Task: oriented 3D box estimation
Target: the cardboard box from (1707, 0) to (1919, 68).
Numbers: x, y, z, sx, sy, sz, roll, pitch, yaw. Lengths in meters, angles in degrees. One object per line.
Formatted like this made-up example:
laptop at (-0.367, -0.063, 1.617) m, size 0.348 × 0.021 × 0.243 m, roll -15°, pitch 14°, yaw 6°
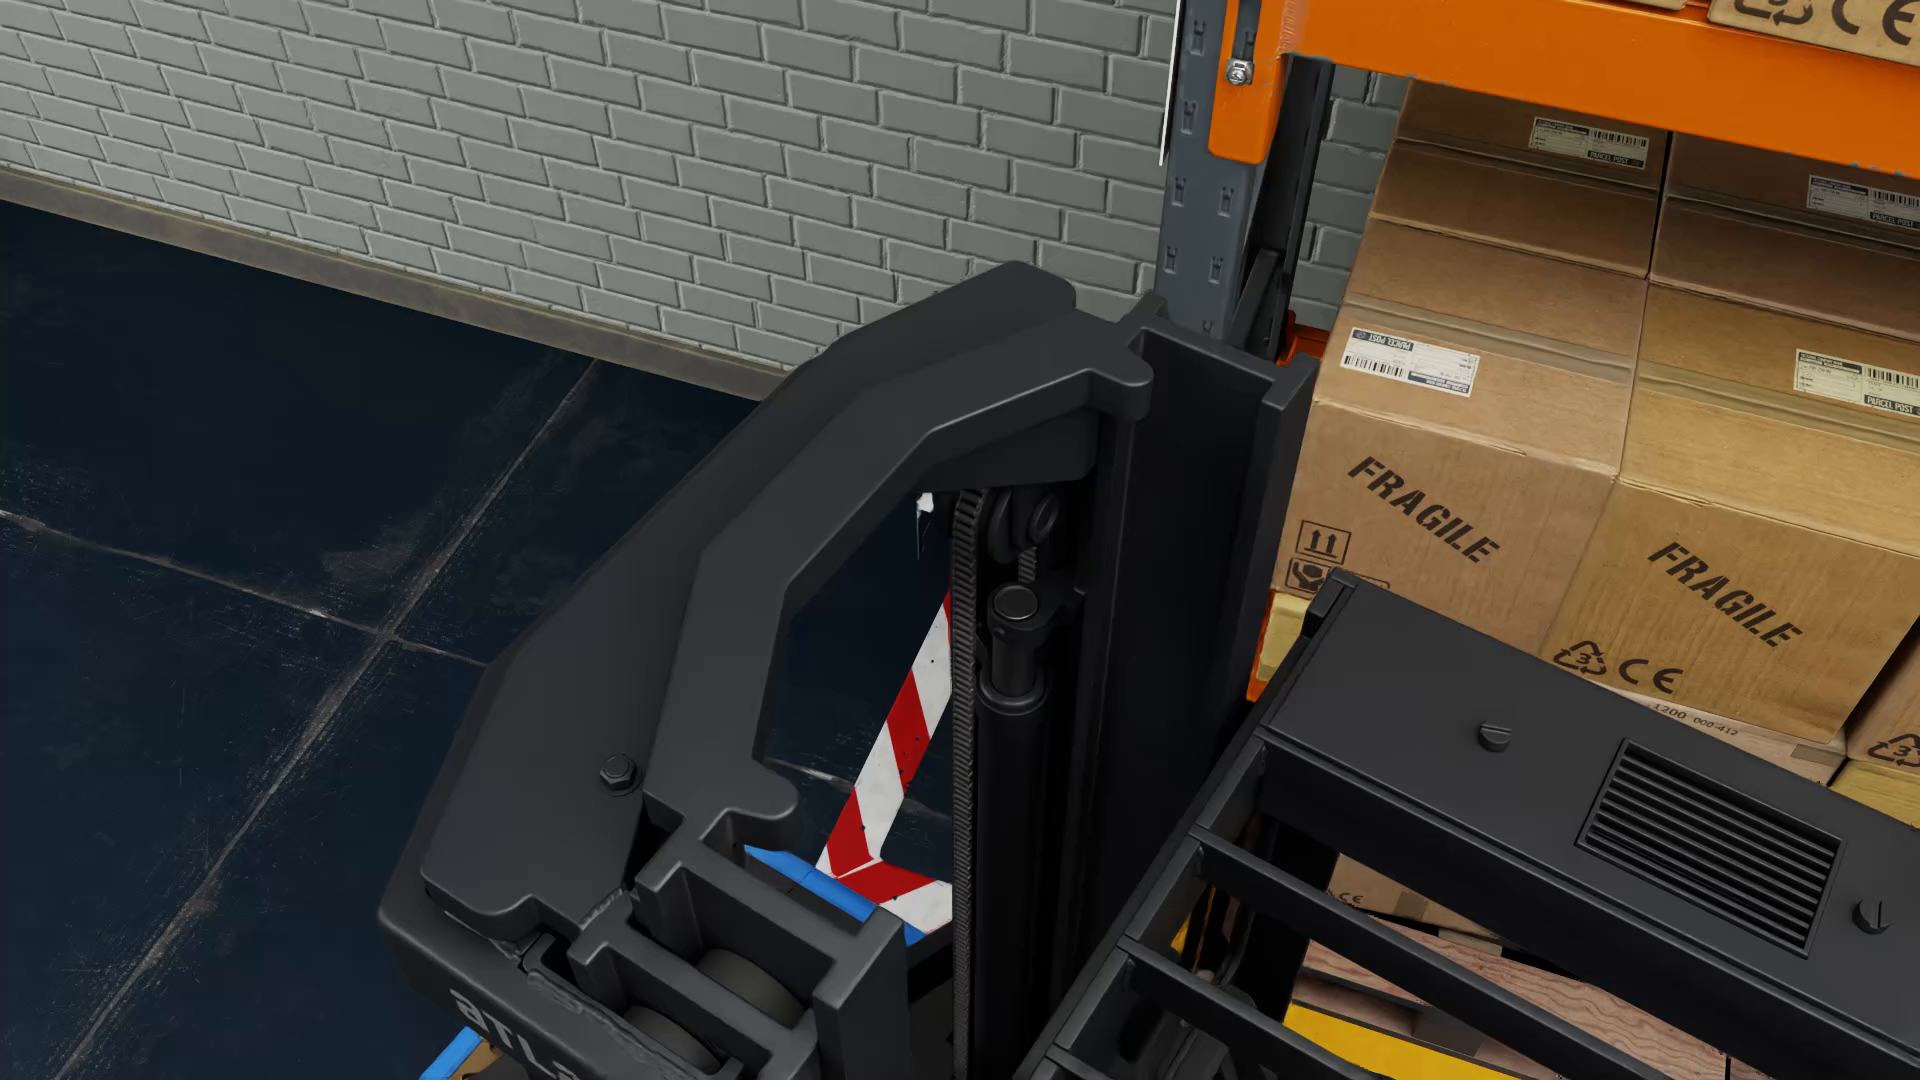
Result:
cardboard box at (1.268, -0.909, 1.988) m, size 0.500 × 0.500 × 0.500 m, roll 19°, pitch 52°, yaw 16°

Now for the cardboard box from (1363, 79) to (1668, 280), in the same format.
cardboard box at (1.065, -0.548, 3.330) m, size 0.500 × 0.500 × 0.500 m, roll 15°, pitch 51°, yaw 13°

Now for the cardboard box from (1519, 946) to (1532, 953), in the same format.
cardboard box at (1.702, 0.813, 4.049) m, size 0.500 × 0.311 × 0.500 m, roll 19°, pitch 52°, yaw 16°

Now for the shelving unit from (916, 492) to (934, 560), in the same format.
shelving unit at (0.007, -0.293, 4.908) m, size 0.210 × 0.900 × 0.258 m, roll 16°, pitch 51°, yaw 13°

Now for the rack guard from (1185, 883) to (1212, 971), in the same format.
rack guard at (0.621, 0.521, 4.468) m, size 0.348 × 0.500 × 1.175 m, roll 16°, pitch 51°, yaw 13°

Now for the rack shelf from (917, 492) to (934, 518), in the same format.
rack shelf at (0.008, -0.153, 5.069) m, size 0.200 × 0.077 × 0.258 m, roll 16°, pitch 51°, yaw 13°

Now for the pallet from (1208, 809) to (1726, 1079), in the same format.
pallet at (1.370, 0.853, 4.371) m, size 1.213 × 0.211 × 1.003 m, roll 16°, pitch 51°, yaw 13°

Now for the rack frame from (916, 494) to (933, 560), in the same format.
rack frame at (-0.088, -0.319, 4.931) m, size 0.006 × 0.900 × 0.240 m, roll 16°, pitch 51°, yaw 13°

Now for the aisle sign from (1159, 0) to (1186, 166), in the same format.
aisle sign at (0.378, -0.976, 2.390) m, size 0.004 × 0.787 × 0.394 m, roll 16°, pitch 51°, yaw 13°

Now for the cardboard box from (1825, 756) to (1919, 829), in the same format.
cardboard box at (1.865, 0.341, 3.055) m, size 0.500 × 0.250 × 0.500 m, roll 15°, pitch 51°, yaw 13°

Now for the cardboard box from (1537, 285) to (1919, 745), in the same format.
cardboard box at (1.353, -0.046, 2.895) m, size 0.500 × 0.500 × 0.500 m, roll 16°, pitch 51°, yaw 13°

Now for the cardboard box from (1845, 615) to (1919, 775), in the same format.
cardboard box at (1.836, 0.093, 2.774) m, size 0.500 × 0.500 × 0.500 m, roll 14°, pitch 51°, yaw 12°

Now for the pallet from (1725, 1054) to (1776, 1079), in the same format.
pallet at (2.511, 1.174, 4.093) m, size 1.213 × 0.211 × 1.003 m, roll 16°, pitch 51°, yaw 13°

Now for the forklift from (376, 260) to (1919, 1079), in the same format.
forklift at (0.401, 1.170, 2.296) m, size 3.031 × 2.935 × 1.130 m, roll 26°, pitch 54°, yaw 21°

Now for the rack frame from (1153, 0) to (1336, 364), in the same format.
rack frame at (0.549, -0.318, 3.541) m, size 0.127 × 3.000 × 1.000 m, roll 16°, pitch 51°, yaw 13°

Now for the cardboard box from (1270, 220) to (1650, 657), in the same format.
cardboard box at (0.893, -0.183, 3.013) m, size 0.500 × 0.500 × 0.500 m, roll 16°, pitch 51°, yaw 13°

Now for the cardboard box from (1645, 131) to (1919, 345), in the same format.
cardboard box at (1.534, -0.409, 3.210) m, size 0.500 × 0.500 × 0.500 m, roll 16°, pitch 51°, yaw 14°

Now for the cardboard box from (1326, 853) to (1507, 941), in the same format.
cardboard box at (1.167, 0.664, 4.178) m, size 0.500 × 0.311 × 0.500 m, roll 10°, pitch 50°, yaw 9°

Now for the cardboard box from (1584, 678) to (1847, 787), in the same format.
cardboard box at (1.389, 0.203, 3.175) m, size 0.500 × 0.250 × 0.500 m, roll 14°, pitch 51°, yaw 12°

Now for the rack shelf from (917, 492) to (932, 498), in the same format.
rack shelf at (0.007, -0.212, 5.001) m, size 0.200 × 0.077 × 0.258 m, roll 16°, pitch 51°, yaw 13°

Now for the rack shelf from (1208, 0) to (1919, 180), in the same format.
rack shelf at (2.425, -0.541, 2.225) m, size 4.000 × 0.370 × 1.077 m, roll 16°, pitch 51°, yaw 13°

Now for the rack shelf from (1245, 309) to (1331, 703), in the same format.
rack shelf at (2.425, 0.441, 3.358) m, size 4.000 × 0.370 × 1.077 m, roll 16°, pitch 51°, yaw 13°

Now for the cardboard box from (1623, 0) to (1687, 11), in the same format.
cardboard box at (0.776, -1.075, 2.132) m, size 0.500 × 0.500 × 0.500 m, roll 17°, pitch 51°, yaw 14°

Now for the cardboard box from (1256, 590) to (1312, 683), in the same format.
cardboard box at (0.897, 0.078, 3.284) m, size 0.500 × 0.250 × 0.500 m, roll 14°, pitch 51°, yaw 12°
